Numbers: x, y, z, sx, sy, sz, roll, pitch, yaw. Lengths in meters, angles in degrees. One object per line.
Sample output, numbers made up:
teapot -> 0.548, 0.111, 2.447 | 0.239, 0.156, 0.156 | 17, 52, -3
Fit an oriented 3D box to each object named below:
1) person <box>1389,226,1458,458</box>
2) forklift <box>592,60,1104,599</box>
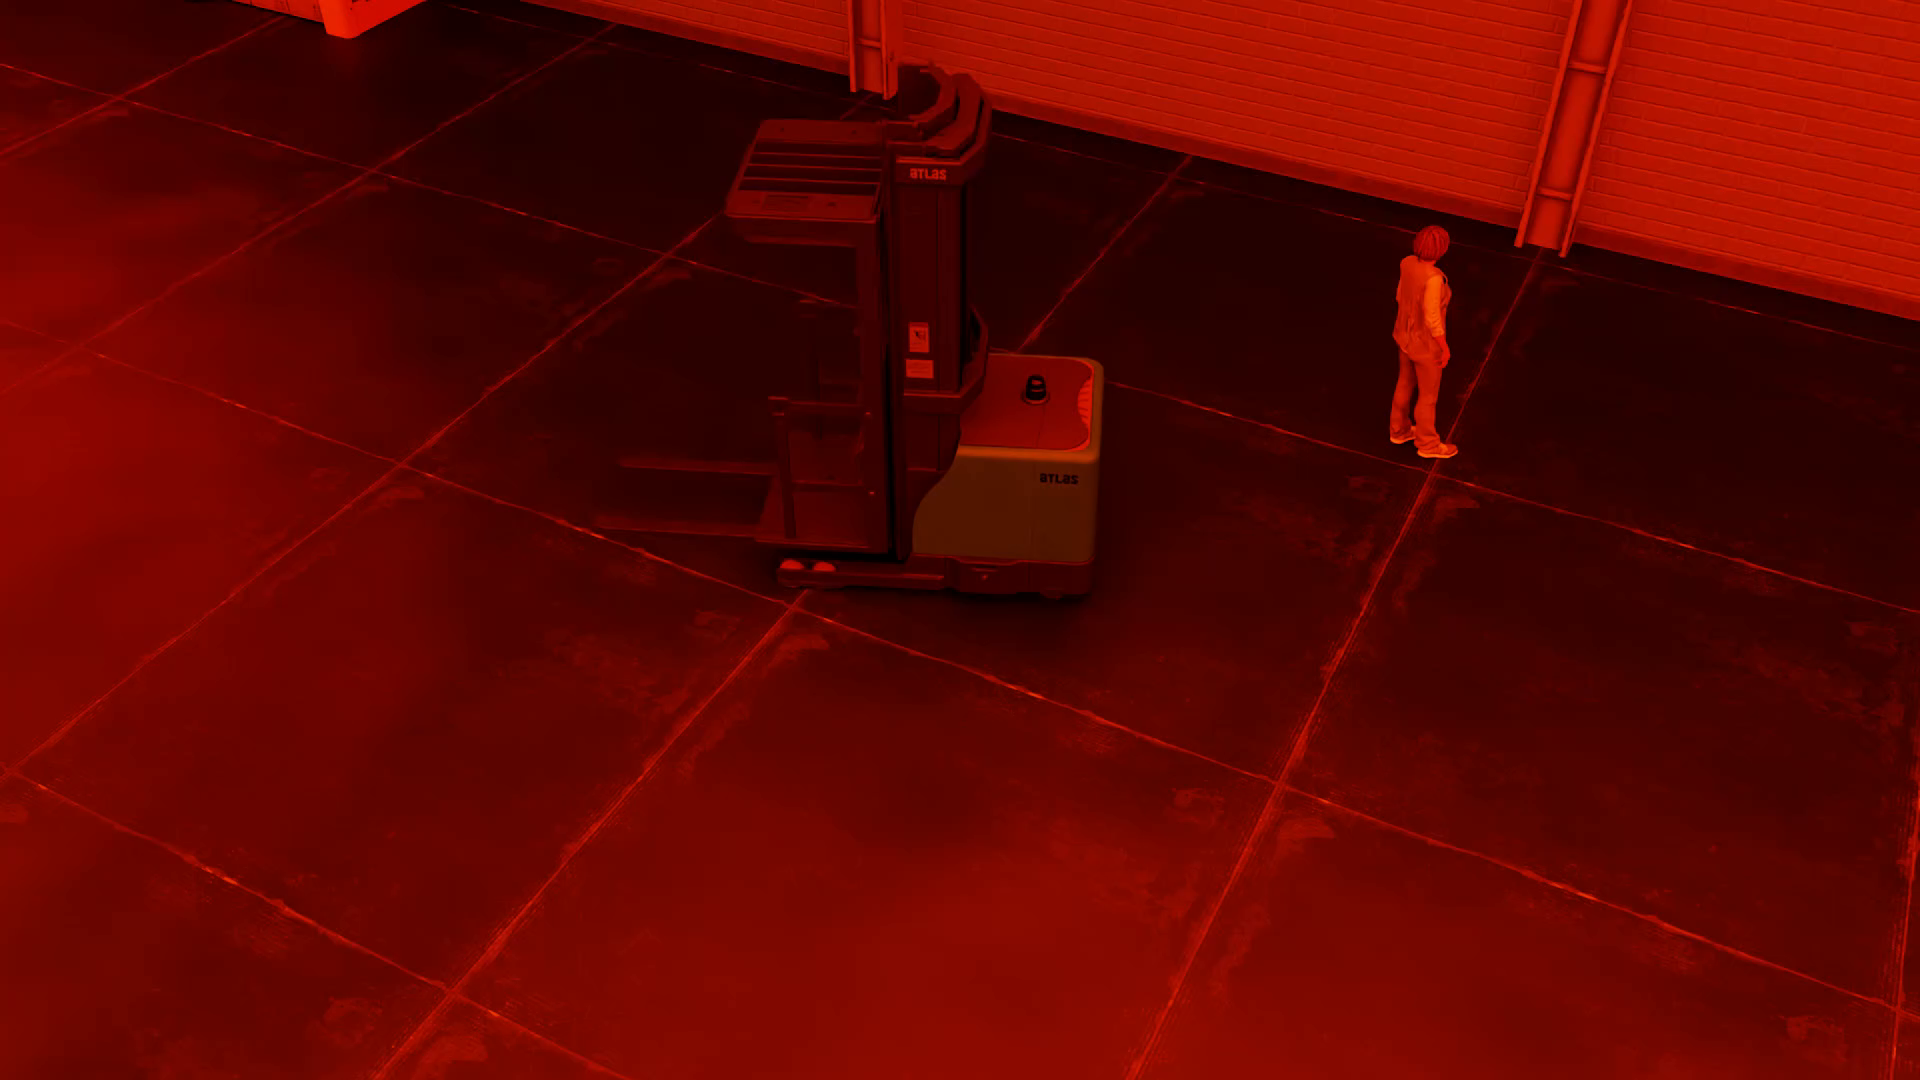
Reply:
person -> 2.977, -1.270, 10.521 | 0.471, 1.599, 0.517 | -11, 41, -13
forklift -> -0.681, -1.161, 9.365 | 3.031, 2.935, 1.130 | 3, 40, 4
